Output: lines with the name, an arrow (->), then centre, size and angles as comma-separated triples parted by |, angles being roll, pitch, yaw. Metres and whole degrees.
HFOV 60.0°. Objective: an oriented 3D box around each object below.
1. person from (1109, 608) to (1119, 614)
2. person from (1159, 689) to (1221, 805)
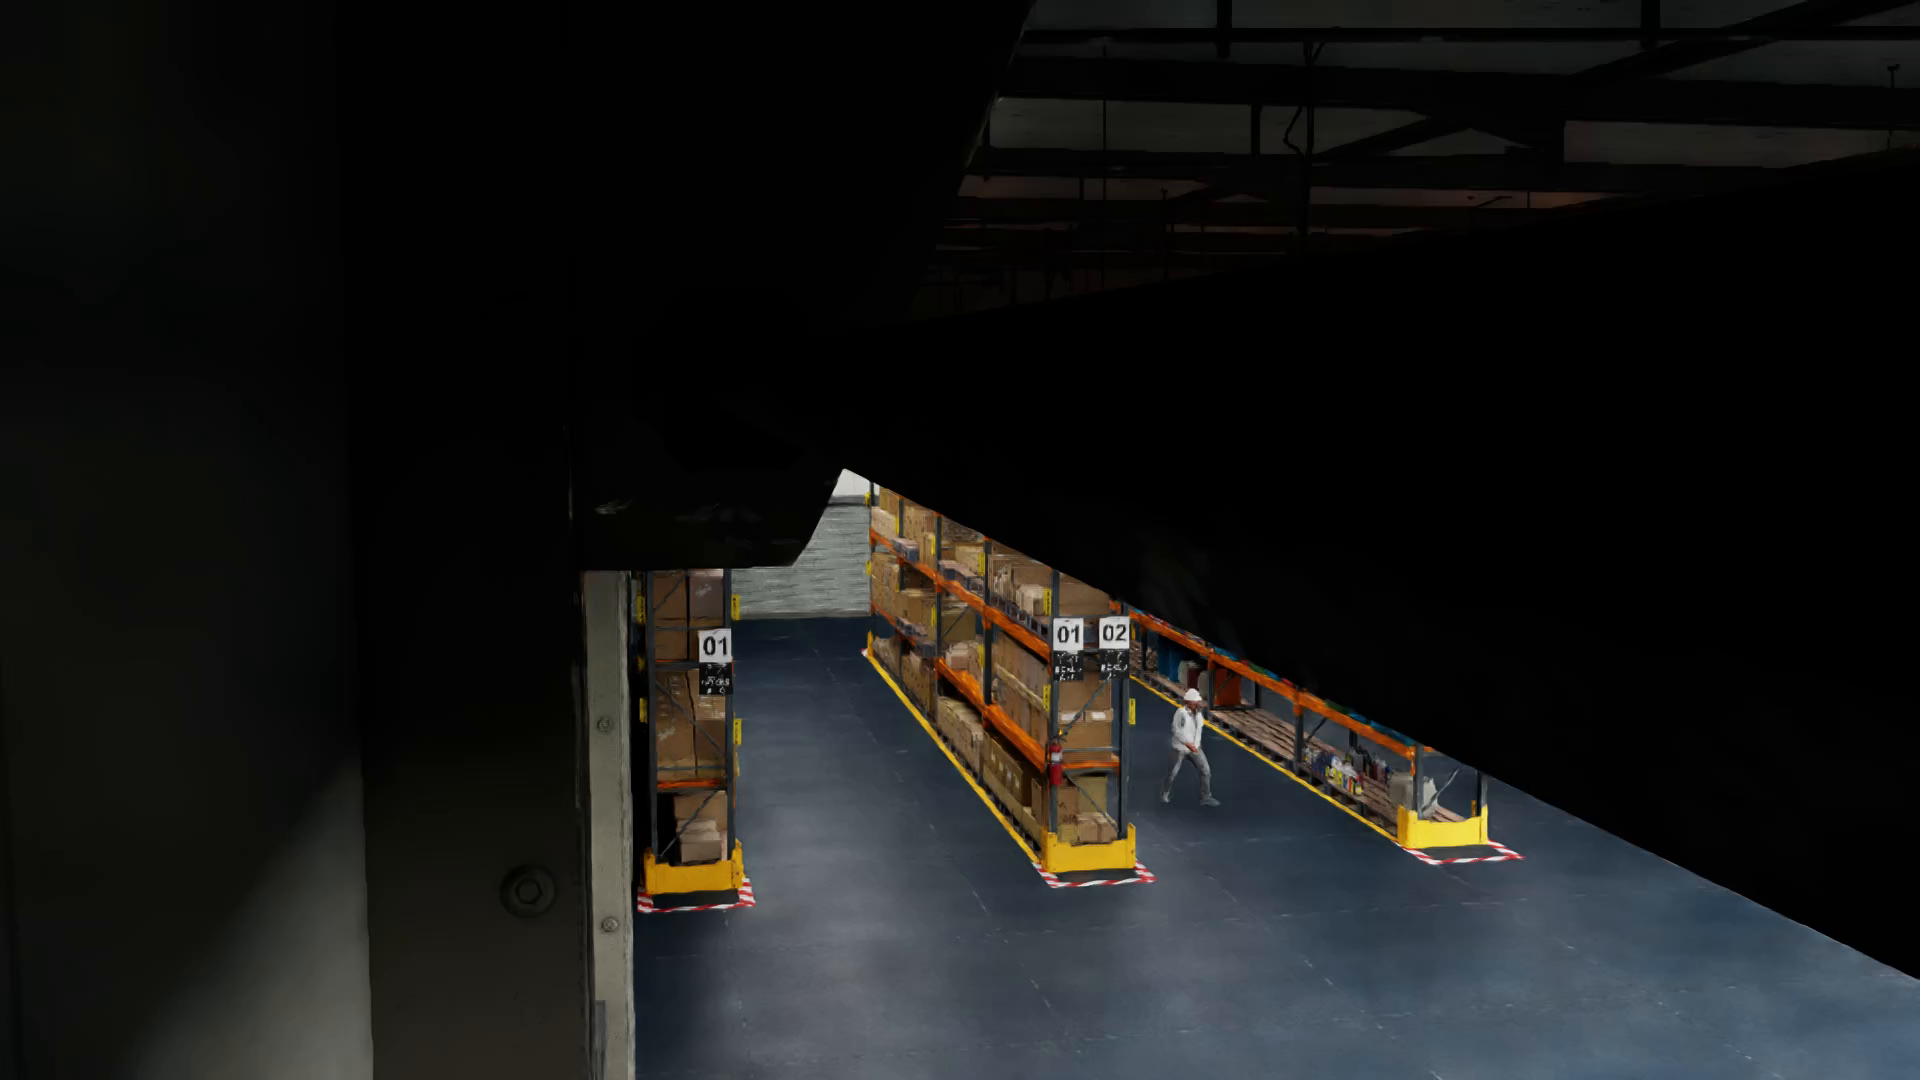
person -> 3.798, 1.094, 42.302 | 0.501, 1.663, 0.663 | 4, 7, 36
person -> 3.278, 2.967, 24.012 | 0.687, 1.710, 0.832 | -3, 7, -29
